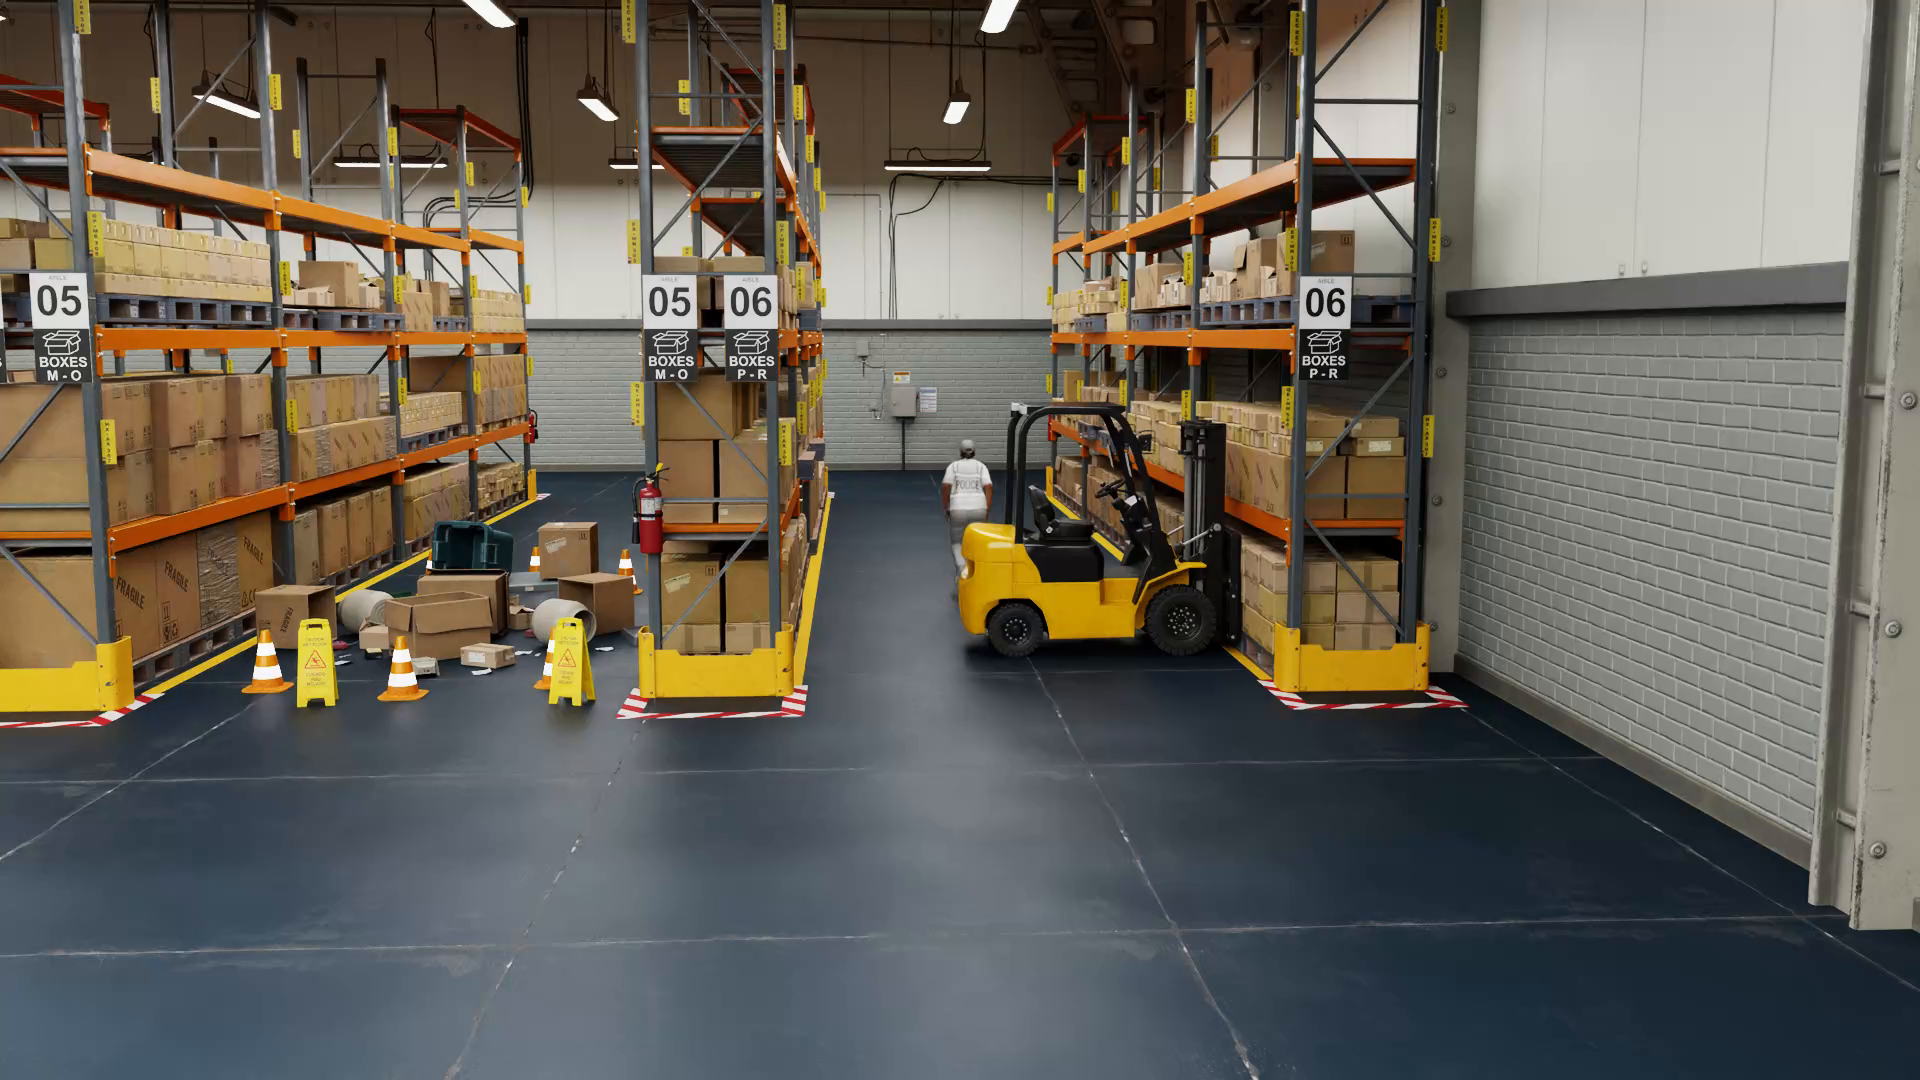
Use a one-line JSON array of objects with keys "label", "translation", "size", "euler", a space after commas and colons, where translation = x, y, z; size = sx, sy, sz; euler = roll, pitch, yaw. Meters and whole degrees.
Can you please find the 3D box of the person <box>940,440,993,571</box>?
[{"label": "person", "translation": [0.072, -0.316, 18.182], "size": [0.578, 1.547, 0.598], "euler": [-1, 7, -5]}]
